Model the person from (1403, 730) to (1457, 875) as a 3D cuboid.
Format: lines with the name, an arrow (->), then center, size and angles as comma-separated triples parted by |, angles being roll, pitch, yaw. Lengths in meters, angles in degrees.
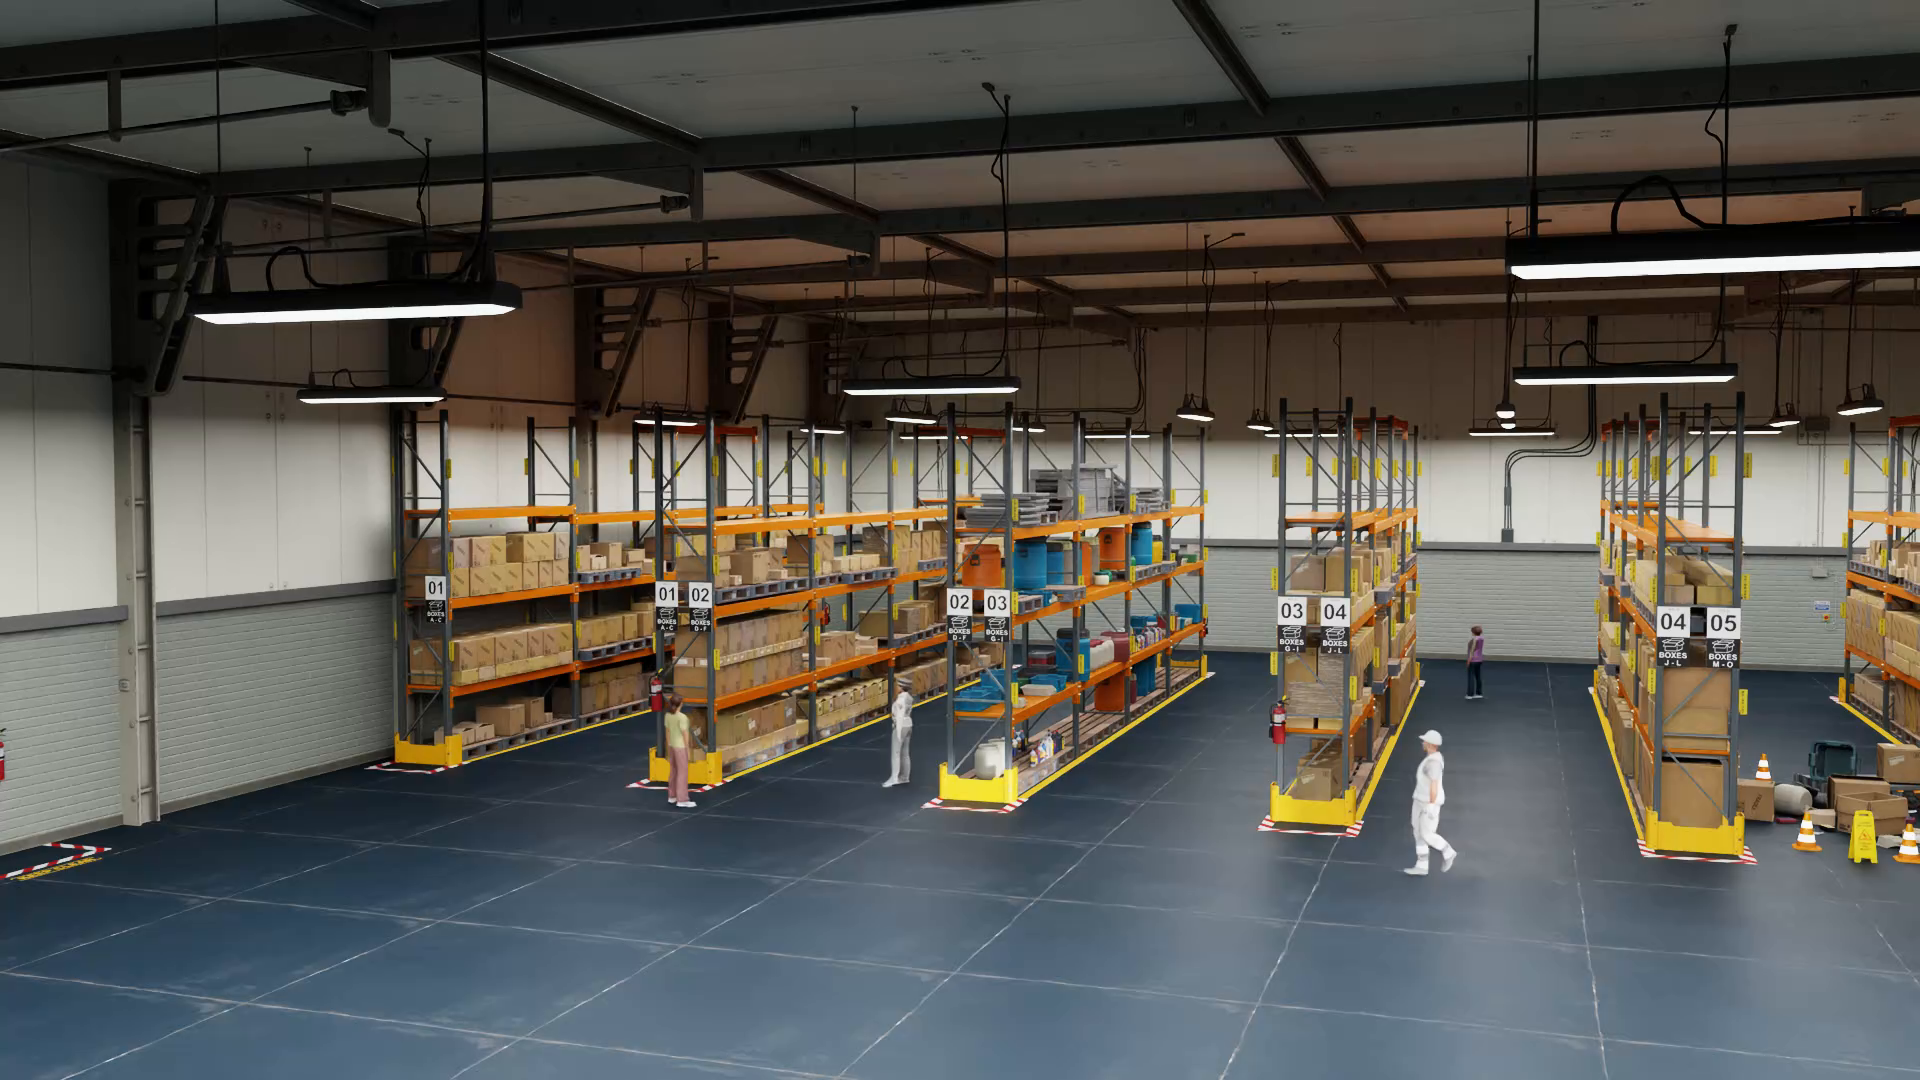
person -> 5.782, 3.222, 20.368 | 0.586, 1.786, 0.511 | -1, 3, -22

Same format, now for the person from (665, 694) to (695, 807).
person -> -4.166, 3.168, 24.732 | 0.413, 1.562, 0.530 | -2, 3, -36

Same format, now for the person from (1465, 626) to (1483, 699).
person -> 11.180, 2.676, 36.199 | 0.443, 1.563, 0.339 | -2, 3, -42

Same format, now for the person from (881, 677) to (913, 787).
person -> -0.972, 3.030, 26.373 | 0.396, 1.699, 0.596 | 1, 3, 21
